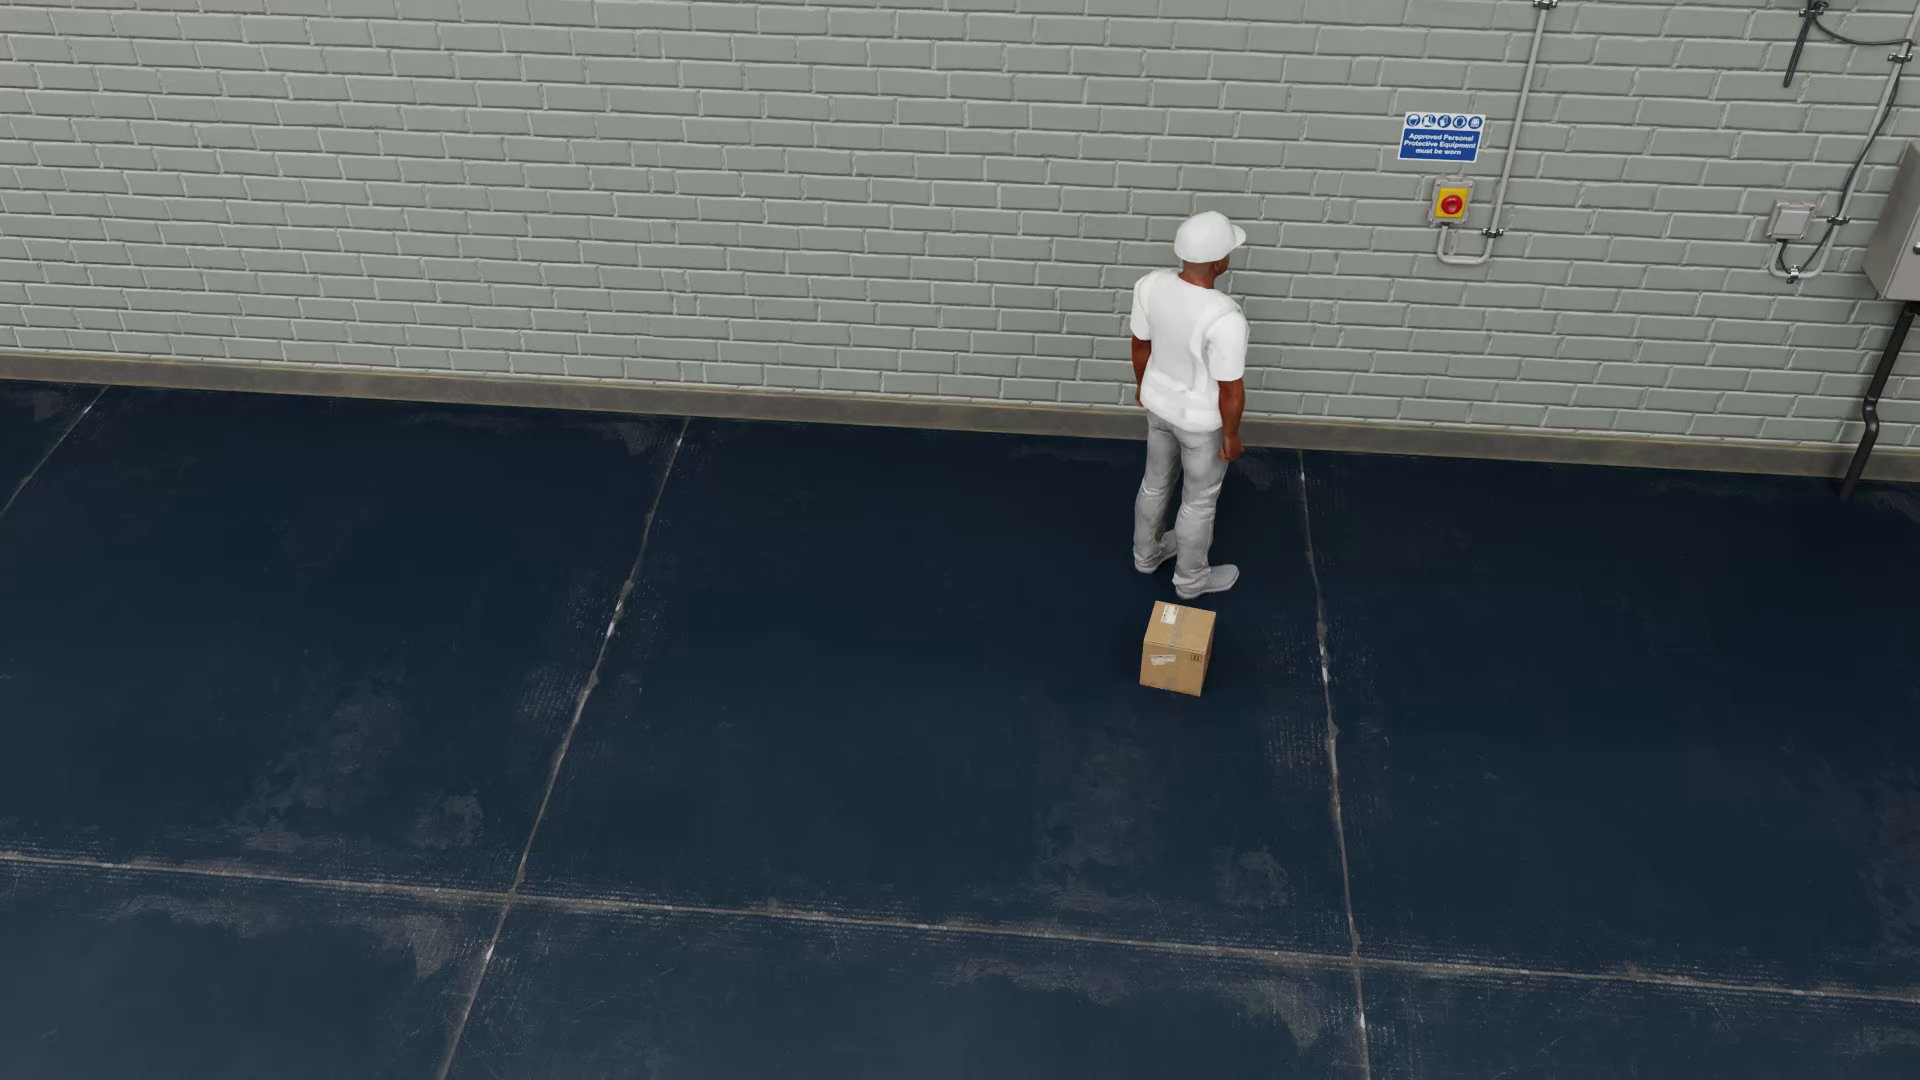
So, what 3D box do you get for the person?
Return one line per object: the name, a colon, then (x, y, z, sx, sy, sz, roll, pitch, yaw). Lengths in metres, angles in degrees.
person: (0.945, -0.546, 6.788, 0.365, 1.771, 0.550, -29, 48, -31)
